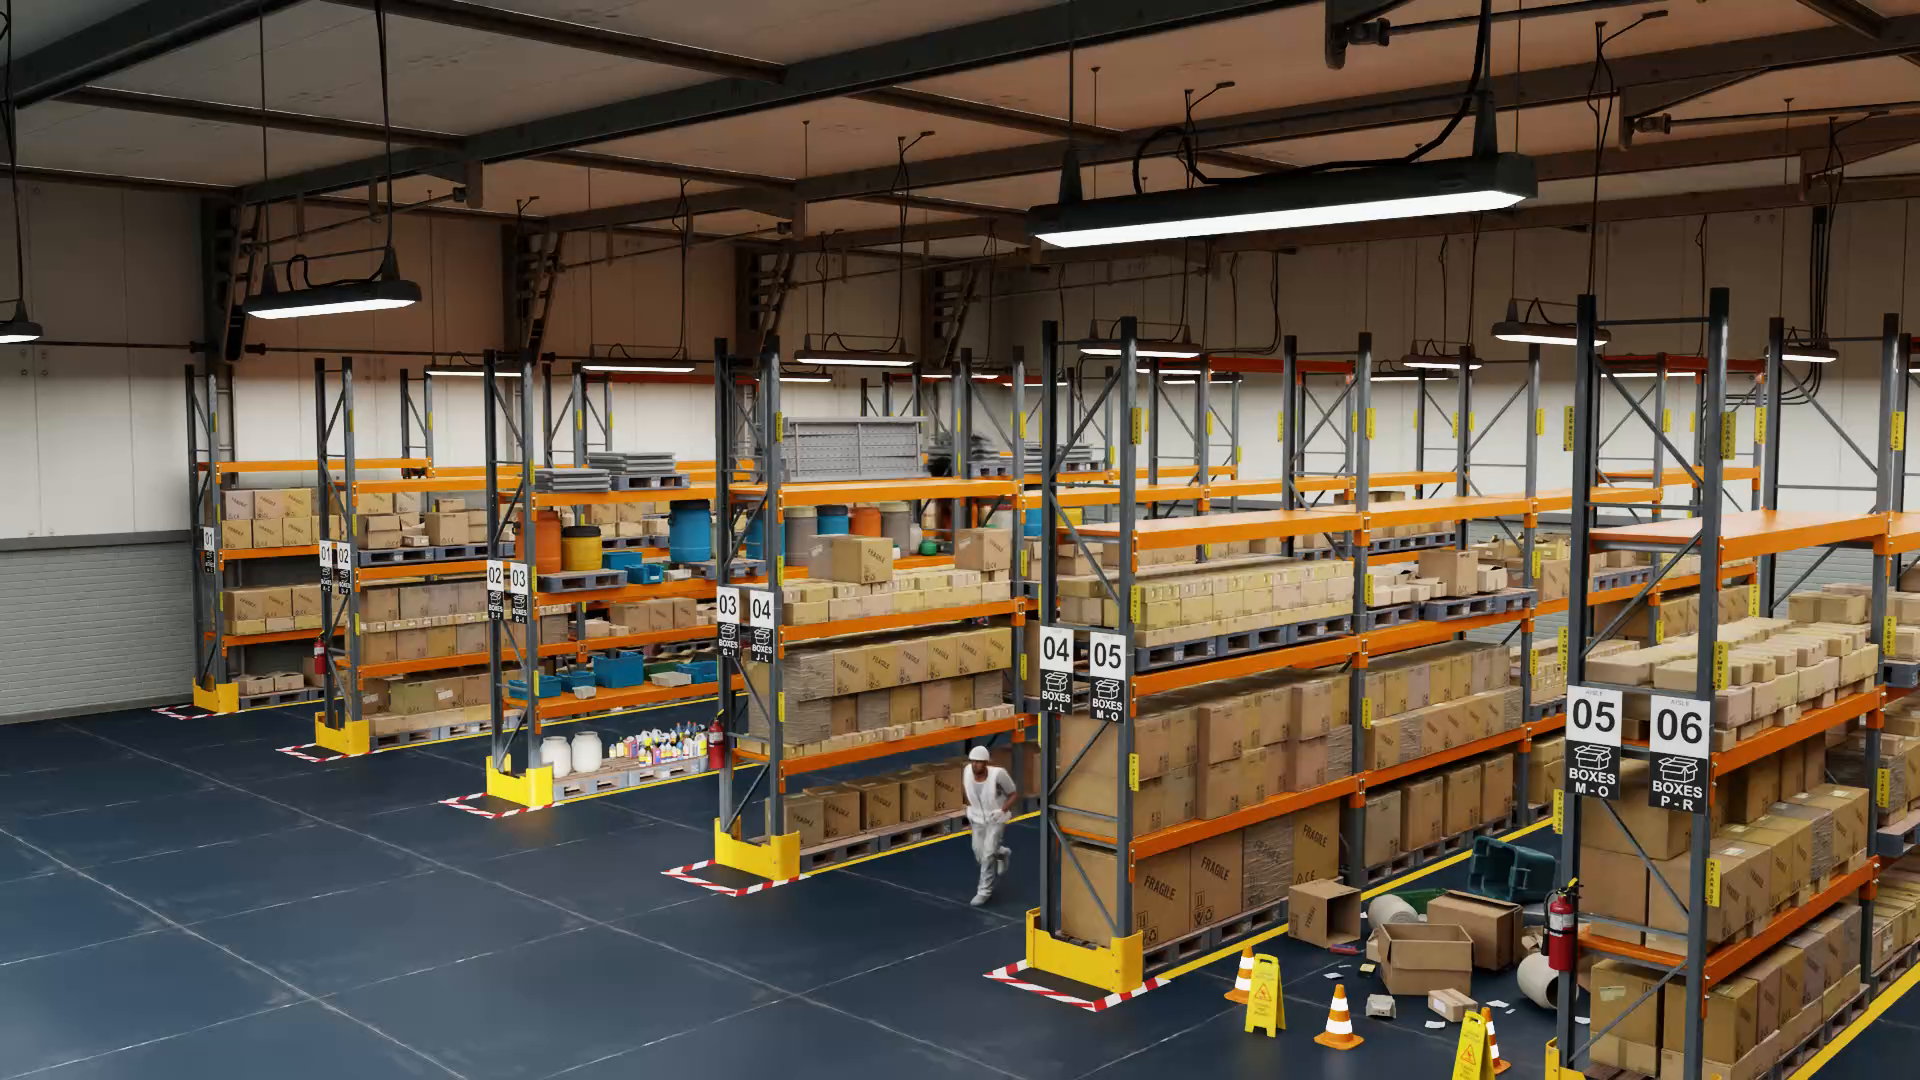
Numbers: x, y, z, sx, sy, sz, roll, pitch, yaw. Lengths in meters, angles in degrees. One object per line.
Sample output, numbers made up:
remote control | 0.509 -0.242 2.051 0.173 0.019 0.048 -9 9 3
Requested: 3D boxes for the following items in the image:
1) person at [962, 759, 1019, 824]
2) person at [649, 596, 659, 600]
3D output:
person | 0.281 2.619 17.472 0.681 0.892 0.544 2 5 26
person | -5.862 1.900 32.102 0.574 1.639 0.574 4 6 43
